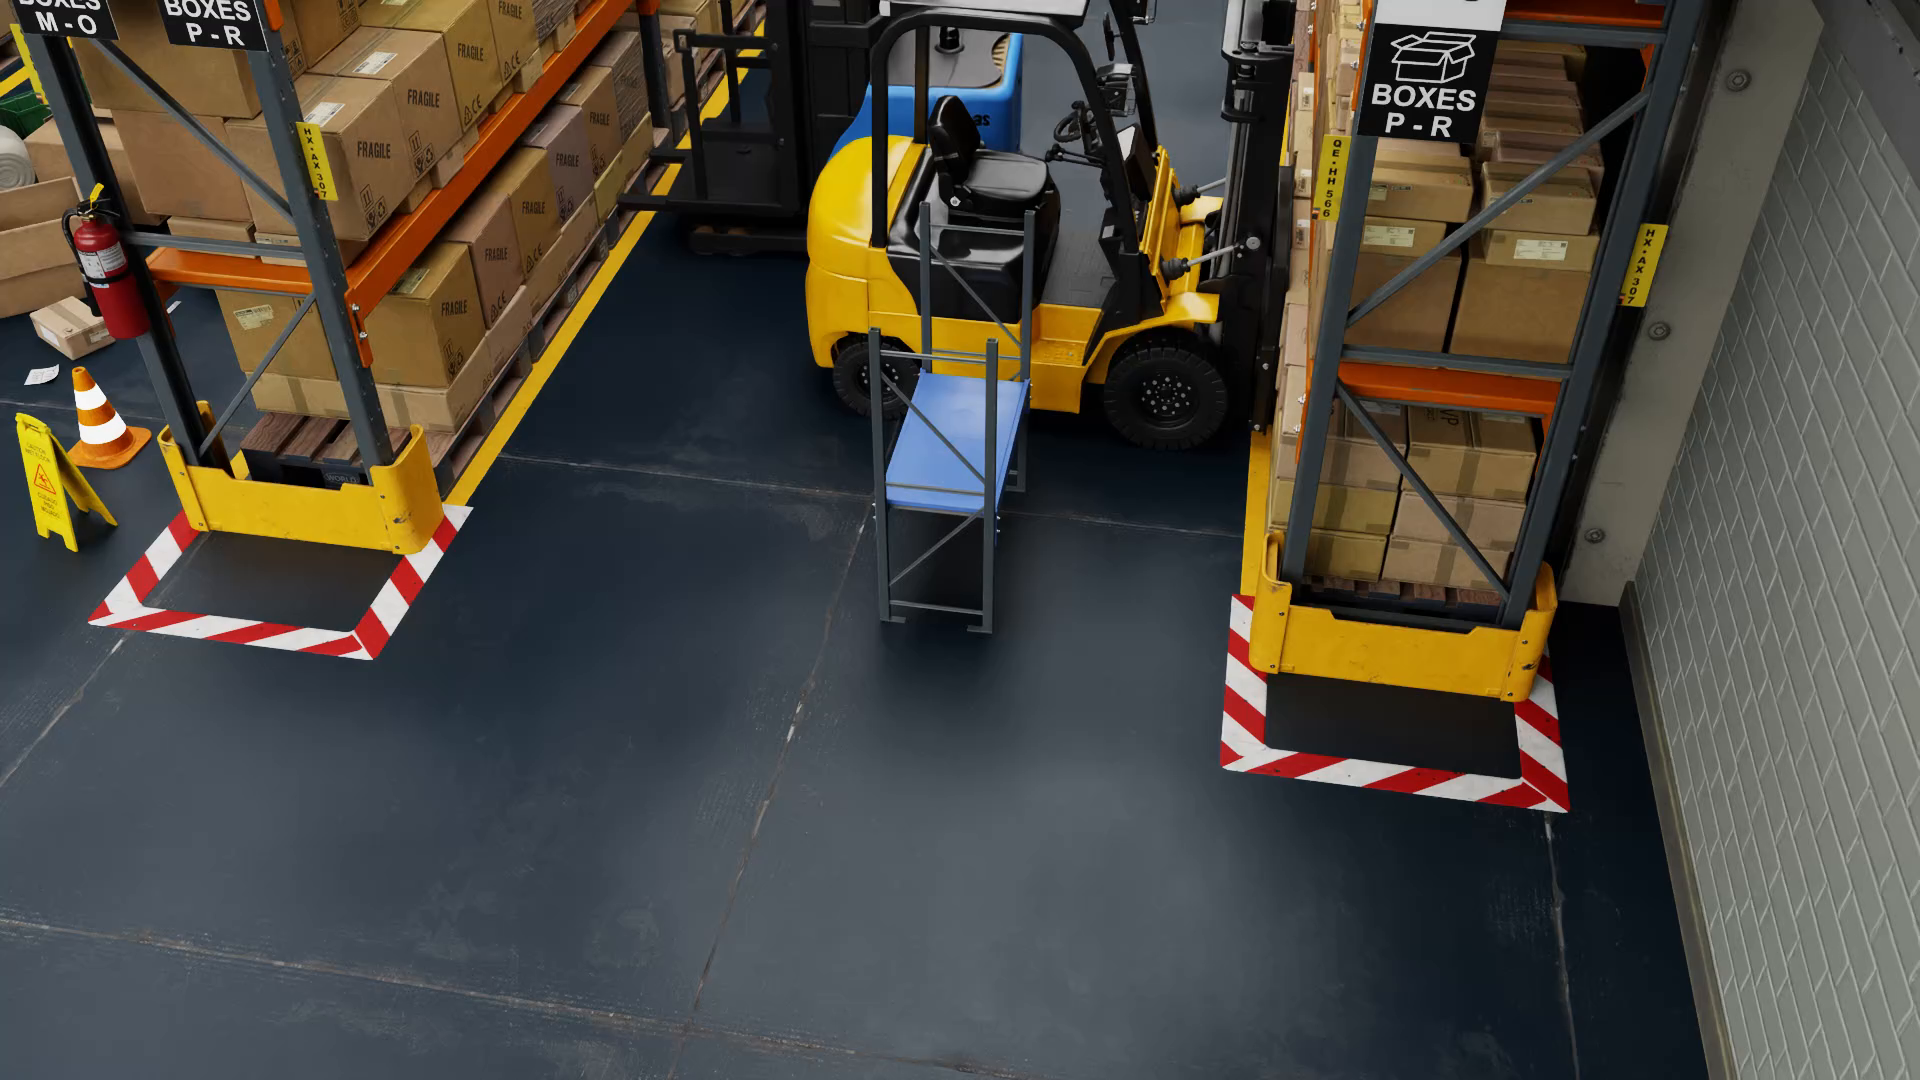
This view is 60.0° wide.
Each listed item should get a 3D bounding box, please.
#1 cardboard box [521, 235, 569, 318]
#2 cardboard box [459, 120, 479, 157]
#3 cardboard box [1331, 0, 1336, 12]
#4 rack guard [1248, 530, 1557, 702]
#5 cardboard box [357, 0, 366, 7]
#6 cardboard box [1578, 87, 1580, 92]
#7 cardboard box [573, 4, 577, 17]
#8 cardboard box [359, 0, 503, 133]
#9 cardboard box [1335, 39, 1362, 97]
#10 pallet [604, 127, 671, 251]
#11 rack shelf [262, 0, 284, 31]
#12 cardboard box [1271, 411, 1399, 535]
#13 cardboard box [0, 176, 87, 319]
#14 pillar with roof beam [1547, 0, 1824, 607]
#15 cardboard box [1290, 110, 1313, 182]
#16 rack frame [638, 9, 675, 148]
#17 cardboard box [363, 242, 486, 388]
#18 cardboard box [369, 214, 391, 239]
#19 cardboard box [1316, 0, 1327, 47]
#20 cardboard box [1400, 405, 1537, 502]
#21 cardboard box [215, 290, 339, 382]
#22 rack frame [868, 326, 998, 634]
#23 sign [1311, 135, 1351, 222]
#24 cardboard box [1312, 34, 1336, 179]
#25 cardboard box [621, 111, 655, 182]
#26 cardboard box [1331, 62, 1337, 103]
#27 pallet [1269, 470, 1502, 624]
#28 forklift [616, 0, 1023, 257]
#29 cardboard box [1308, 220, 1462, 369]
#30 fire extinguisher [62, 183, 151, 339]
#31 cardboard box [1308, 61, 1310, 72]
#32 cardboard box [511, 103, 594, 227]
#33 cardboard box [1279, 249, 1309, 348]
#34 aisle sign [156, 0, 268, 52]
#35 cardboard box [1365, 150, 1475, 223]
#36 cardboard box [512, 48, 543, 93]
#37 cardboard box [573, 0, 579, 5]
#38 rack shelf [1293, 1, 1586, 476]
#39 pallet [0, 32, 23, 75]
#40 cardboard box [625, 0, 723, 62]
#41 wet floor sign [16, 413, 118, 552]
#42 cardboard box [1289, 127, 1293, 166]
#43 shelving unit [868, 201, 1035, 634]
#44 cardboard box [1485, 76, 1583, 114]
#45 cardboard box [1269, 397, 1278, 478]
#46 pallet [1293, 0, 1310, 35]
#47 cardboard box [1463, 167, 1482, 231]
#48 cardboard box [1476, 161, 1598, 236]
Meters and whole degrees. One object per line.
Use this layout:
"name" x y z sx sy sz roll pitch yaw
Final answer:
"cardboard box" -2.463 -1.447 8.974 0.500 0.250 0.500 9 40 11
"cardboard box" -2.533 -1.937 7.936 0.380 0.149 0.250 7 40 9
"cardboard box" 1.992 -2.648 8.012 0.380 0.149 0.250 6 40 7
"rack guard" 1.833 0.318 6.974 1.175 0.500 0.348 6 40 8
"cardboard box" -3.097 -2.737 7.610 0.700 0.500 0.500 6 40 7
"cardboard box" 2.444 -1.933 7.146 0.380 0.149 0.250 8 40 9
"cardboard box" -2.331 -2.917 9.121 0.380 0.149 0.250 6 40 7
"cardboard box" -2.524 -2.271 7.831 0.500 0.500 0.500 6 40 7
"cardboard box" 1.774 -1.961 6.947 0.380 0.149 0.250 7 40 9
"pallet" -2.441 -2.216 10.265 1.003 0.211 1.213 6 40 8
"rack shelf" -2.706 -3.340 7.646 1.077 0.370 4.000 6 40 8
"cardboard box" 1.614 -0.296 7.189 0.500 0.250 0.500 6 40 7
"cardboard box" -5.242 -1.625 9.321 0.797 0.503 0.637 -20 44 -23
"pillar with roof beam" -1.395 -3.785 5.266 9.100 9.000 0.400 6 40 8
"cardboard box" 2.038 -2.070 8.943 0.500 0.250 0.500 6 40 8
"rack frame" -2.360 -3.716 9.891 1.000 3.000 0.127 6 40 8
"cardboard box" -2.637 -1.088 7.951 0.500 0.500 0.500 5 40 6
"cardboard box" -2.760 -1.459 7.358 0.380 0.149 0.250 7 40 8
"cardboard box" 2.195 -2.960 8.898 0.500 0.500 0.500 5 40 6
"cardboard box" 2.107 -0.429 6.959 0.500 0.250 0.500 6 40 7
"cardboard box" -3.170 -1.129 8.001 0.500 0.500 0.500 7 40 8
"rack frame" -0.103 -0.205 6.821 0.500 1.500 0.032 6 40 8
"sign" 1.305 -1.267 5.834 0.100 0.325 0.005 6 40 8
"cardboard box" 1.927 -2.000 7.737 0.500 0.500 0.500 7 40 8
"cardboard box" -2.198 -2.418 10.148 0.500 0.250 0.500 8 40 10
"cardboard box" 1.819 -2.006 7.234 0.380 0.149 0.250 7 40 8
"pallet" 1.928 -0.071 7.670 1.003 0.211 1.213 6 40 8
"forklift" -1.170 -3.120 9.223 3.031 2.935 1.130 3 40 4
"cardboard box" 1.664 -1.037 6.572 0.500 0.500 0.500 6 40 7
"fire extinguisher" -3.526 -1.155 6.854 0.296 0.674 0.183 6 40 8
"cardboard box" 2.751 -3.233 10.840 0.875 0.625 0.625 6 40 7
"cardboard box" -2.372 -2.067 9.135 0.500 0.500 0.500 8 40 10
"cardboard box" 1.770 -1.111 7.783 0.500 0.250 0.500 7 40 8
"aisle sign" -2.758 -2.135 5.938 0.394 0.787 0.004 6 40 8
"cardboard box" 1.692 -1.312 6.162 0.380 0.149 0.250 6 40 8
"cardboard box" -2.371 -2.423 8.524 0.380 0.149 0.250 7 40 8
"cardboard box" -2.274 -3.239 9.002 0.500 0.500 0.500 8 40 9
"rack shelf" 2.183 -1.639 7.943 1.077 0.370 4.000 6 40 8
"pallet" -7.194 -3.616 11.958 1.003 0.211 1.213 6 40 8
"cardboard box" -2.151 -3.646 11.539 0.950 0.372 0.625 9 40 10
"wet floor sign" -4.139 -0.297 7.603 0.267 0.644 0.232 20 44 23
"cardboard box" 2.142 -2.196 9.489 0.500 0.250 0.500 6 40 7
"shelving unit" -0.015 -0.524 7.207 0.538 1.500 1.048 6 40 8
"cardboard box" 2.274 -1.733 6.671 0.380 0.149 0.250 7 40 8
"cardboard box" 1.703 -0.404 7.713 0.500 0.250 0.500 6 40 8
"pallet" 3.041 -4.094 12.537 1.003 0.211 1.213 6 40 8
"cardboard box" 2.131 -1.296 6.375 0.380 0.149 0.250 6 40 8
"cardboard box" 2.106 -1.251 6.088 0.380 0.149 0.250 6 40 7
